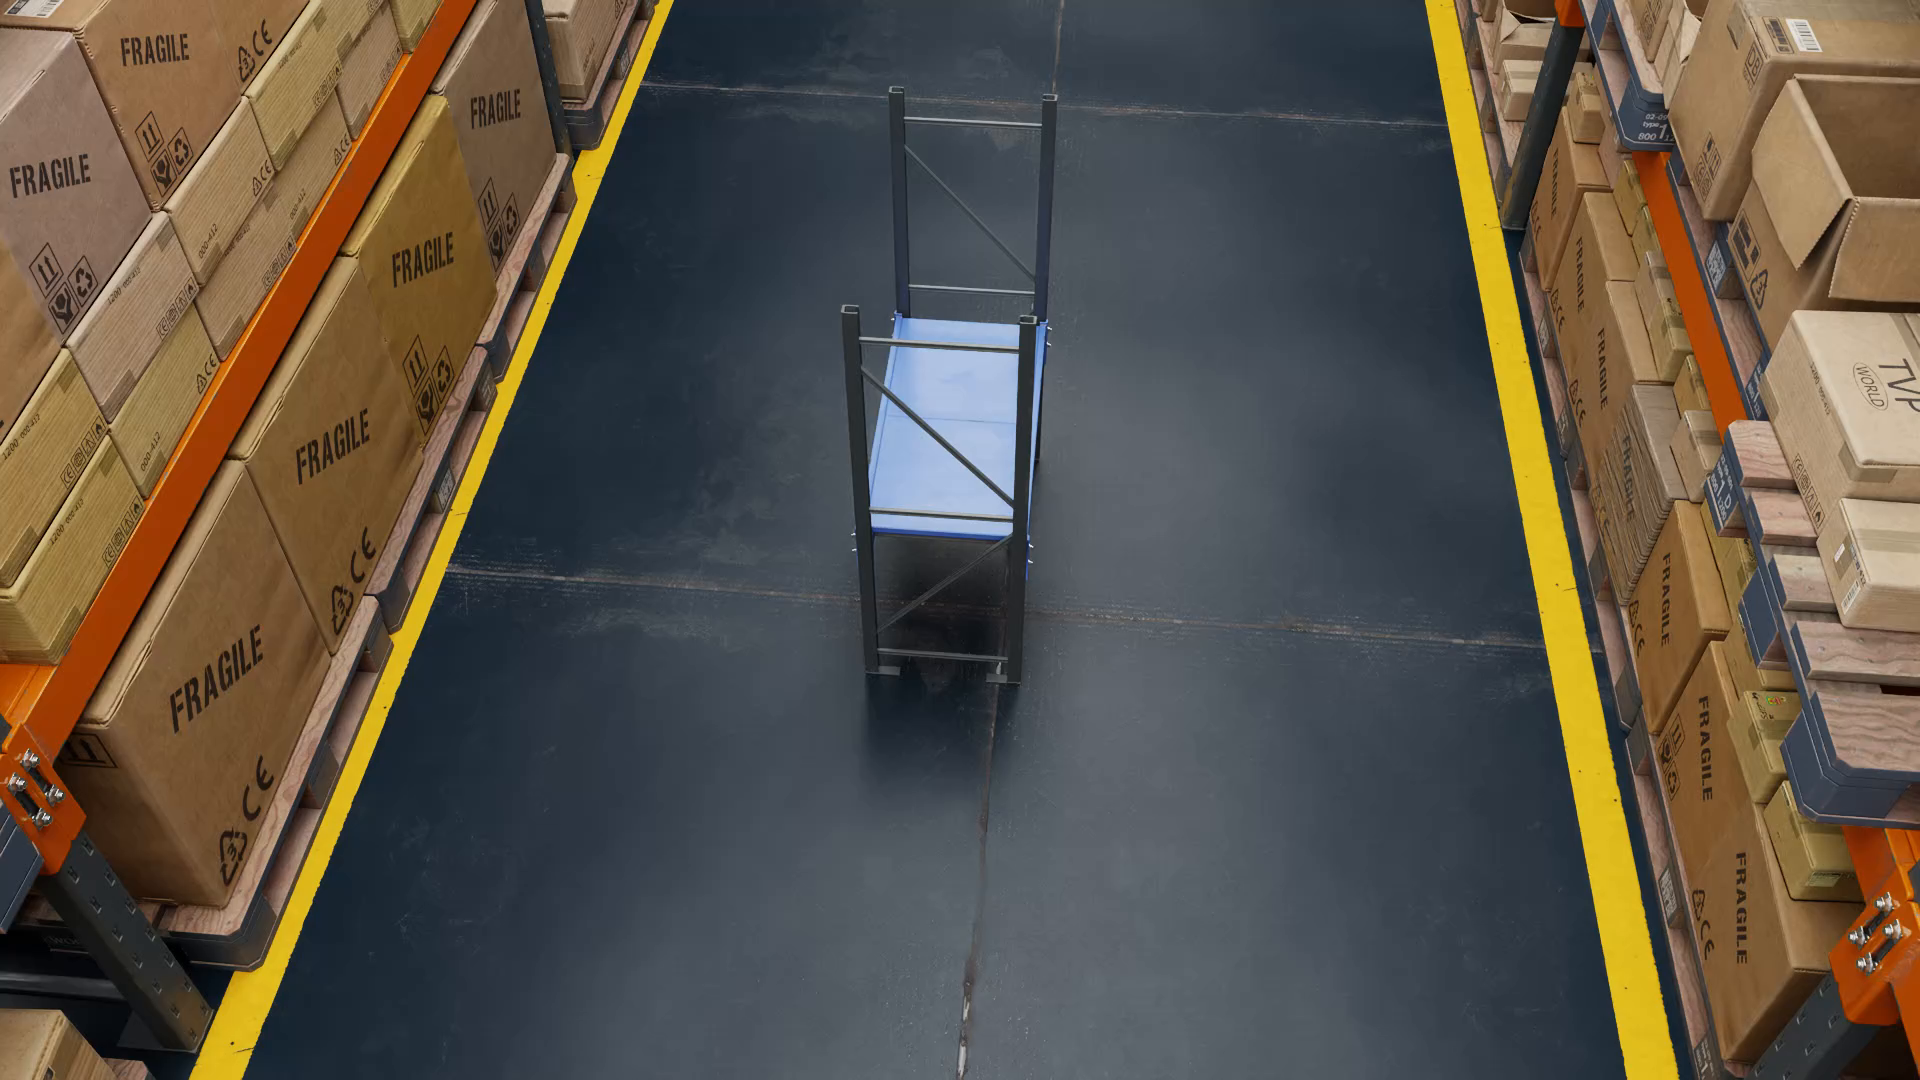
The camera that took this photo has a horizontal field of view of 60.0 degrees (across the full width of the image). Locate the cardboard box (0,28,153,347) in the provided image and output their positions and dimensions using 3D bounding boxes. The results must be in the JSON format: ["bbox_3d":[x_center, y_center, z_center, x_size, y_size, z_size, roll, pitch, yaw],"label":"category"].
[{"bbox_3d":[-2.222,-0.786,3.691,0.500,0.500,0.500,4,48,4],"label":"cardboard box"}]

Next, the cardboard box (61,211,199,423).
[{"bbox_3d":[-2.206,-0.557,3.990,0.500,0.250,0.500,5,48,4],"label":"cardboard box"}]

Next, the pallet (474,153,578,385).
[{"bbox_3d":[-2.177,-1.130,6.640,1.003,0.211,1.213,4,48,4],"label":"pallet"}]

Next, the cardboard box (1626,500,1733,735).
[{"bbox_3d":[2.322,0.252,4.896,0.500,0.500,0.500,6,48,5],"label":"cardboard box"}]

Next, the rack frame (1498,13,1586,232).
[{"bbox_3d":[2.761,-2.312,5.832,1.000,3.000,0.127,4,48,4],"label":"rack frame"}]

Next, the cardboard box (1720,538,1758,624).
[{"bbox_3d":[2.321,0.146,4.553,0.380,0.149,0.250,5,48,5],"label":"cardboard box"}]

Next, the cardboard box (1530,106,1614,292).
[{"bbox_3d":[2.493,-1.270,6.288,0.500,0.500,0.500,6,48,5],"label":"cardboard box"}]

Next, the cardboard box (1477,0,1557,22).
[{"bbox_3d":[2.765,-2.718,7.613,0.700,0.500,0.500,2,48,2],"label":"cardboard box"}]

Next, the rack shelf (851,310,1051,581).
[{"bbox_3d":[-0.008,-0.322,5.272,0.538,0.185,1.000,4,48,4],"label":"rack shelf"}]

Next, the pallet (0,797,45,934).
[{"bbox_3d":[-2.505,0.892,3.032,1.213,0.211,1.003,4,48,4],"label":"pallet"}]

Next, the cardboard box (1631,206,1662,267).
[{"bbox_3d":[2.492,-0.983,5.586,0.380,0.149,0.250,3,48,3],"label":"cardboard box"}]

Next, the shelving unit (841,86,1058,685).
[{"bbox_3d":[-0.008,-0.443,5.139,0.538,1.500,1.048,4,48,4],"label":"shelving unit"}]

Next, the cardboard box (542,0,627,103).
[{"bbox_3d":[-2.018,-2.374,7.341,0.875,0.438,0.875,3,48,3],"label":"cardboard box"}]

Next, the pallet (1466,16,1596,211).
[{"bbox_3d":[2.825,-1.875,7.322,1.003,0.211,1.213,4,48,4],"label":"pallet"}]

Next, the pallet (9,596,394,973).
[{"bbox_3d":[-2.400,0.663,5.001,1.003,0.211,1.213,4,48,4],"label":"pallet"}]

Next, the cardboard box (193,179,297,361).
[{"bbox_3d":[-2.168,-0.760,4.514,0.500,0.250,0.500,5,48,5],"label":"cardboard box"}]

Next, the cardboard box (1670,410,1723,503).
[{"bbox_3d":[2.339,-0.242,4.909,0.380,0.149,0.250,2,48,2],"label":"cardboard box"}]

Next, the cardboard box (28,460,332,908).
[{"bbox_3d":[-2.401,0.370,4.535,0.875,0.875,0.875,3,48,3],"label":"cardboard box"}]

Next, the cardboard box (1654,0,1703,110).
[{"bbox_3d":[2.253,-1.413,4.816,0.396,0.266,0.258,6,48,5],"label":"cardboard box"}]

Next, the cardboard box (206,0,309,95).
[{"bbox_3d":[-2.110,-1.536,4.377,0.500,0.500,0.500,5,48,4],"label":"cardboard box"}]

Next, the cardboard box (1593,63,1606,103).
[{"bbox_3d":[2.524,-1.680,6.022,0.380,0.149,0.250,3,48,3],"label":"cardboard box"}]

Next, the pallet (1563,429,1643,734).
[{"bbox_3d":[2.616,0.128,5.490,1.003,0.211,1.213,4,48,4],"label":"pallet"}]

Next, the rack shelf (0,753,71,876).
[{"bbox_3d":[-2.729,2.009,2.368,1.077,0.370,4.000,4,48,4],"label":"rack shelf"}]

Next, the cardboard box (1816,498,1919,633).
[{"bbox_3d":[2.075,0.062,3.546,0.380,0.149,0.250,5,48,4],"label":"cardboard box"}]

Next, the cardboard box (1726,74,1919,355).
[{"bbox_3d":[2.362,-0.761,4.059,0.797,0.503,0.637,3,48,3],"label":"cardboard box"}]

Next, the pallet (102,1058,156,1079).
[{"bbox_3d":[-2.619,1.811,3.950,1.003,0.211,1.213,4,48,4],"label":"pallet"}]

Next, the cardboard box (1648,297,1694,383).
[{"bbox_3d":[2.407,-0.620,5.254,0.380,0.149,0.250,5,48,5],"label":"cardboard box"}]

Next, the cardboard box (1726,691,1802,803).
[{"bbox_3d":[2.184,0.528,4.204,0.380,0.149,0.250,2,48,2],"label":"cardboard box"}]

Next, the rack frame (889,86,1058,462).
[{"bbox_3d":[0.039,-0.817,5.481,0.500,1.500,0.032,4,48,4],"label":"rack frame"}]

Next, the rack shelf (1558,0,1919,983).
[{"bbox_3d":[2.579,-0.600,4.753,1.077,0.370,4.000,4,48,4],"label":"rack shelf"}]

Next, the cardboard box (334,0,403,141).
[{"bbox_3d":[-2.084,-1.502,5.193,0.500,0.250,0.500,3,48,2],"label":"cardboard box"}]

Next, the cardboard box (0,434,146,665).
[{"bbox_3d":[-2.251,0.004,3.815,0.500,0.250,0.500,3,48,3],"label":"cardboard box"}]

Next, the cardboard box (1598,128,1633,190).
[{"bbox_3d":[2.516,-1.375,5.944,0.380,0.149,0.250,3,48,2],"label":"cardboard box"}]

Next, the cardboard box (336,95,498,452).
[{"bbox_3d":[-2.233,-0.943,5.735,0.875,0.875,0.875,5,48,5],"label":"cardboard box"}]

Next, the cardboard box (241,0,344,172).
[{"bbox_3d":[-2.089,-1.295,4.664,0.500,0.250,0.500,5,48,4],"label":"cardboard box"}]

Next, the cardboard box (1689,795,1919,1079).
[{"bbox_3d":[2.221,1.004,4.208,0.500,0.500,0.500,5,48,5],"label":"cardboard box"}]

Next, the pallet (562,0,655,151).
[{"bbox_3d":[-2.035,-2.256,7.670,1.003,0.211,1.213,4,48,4],"label":"pallet"}]

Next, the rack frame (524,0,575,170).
[{"bbox_3d":[-2.182,-2.643,6.135,1.000,3.000,0.127,4,48,4],"label":"rack frame"}]

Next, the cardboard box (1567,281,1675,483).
[{"bbox_3d":[2.405,-0.511,5.594,0.500,0.500,0.500,3,48,2],"label":"cardboard box"}]

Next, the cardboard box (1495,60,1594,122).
[{"bbox_3d":[2.520,-1.921,7.121,0.380,0.149,0.250,3,48,2],"label":"cardboard box"}]
